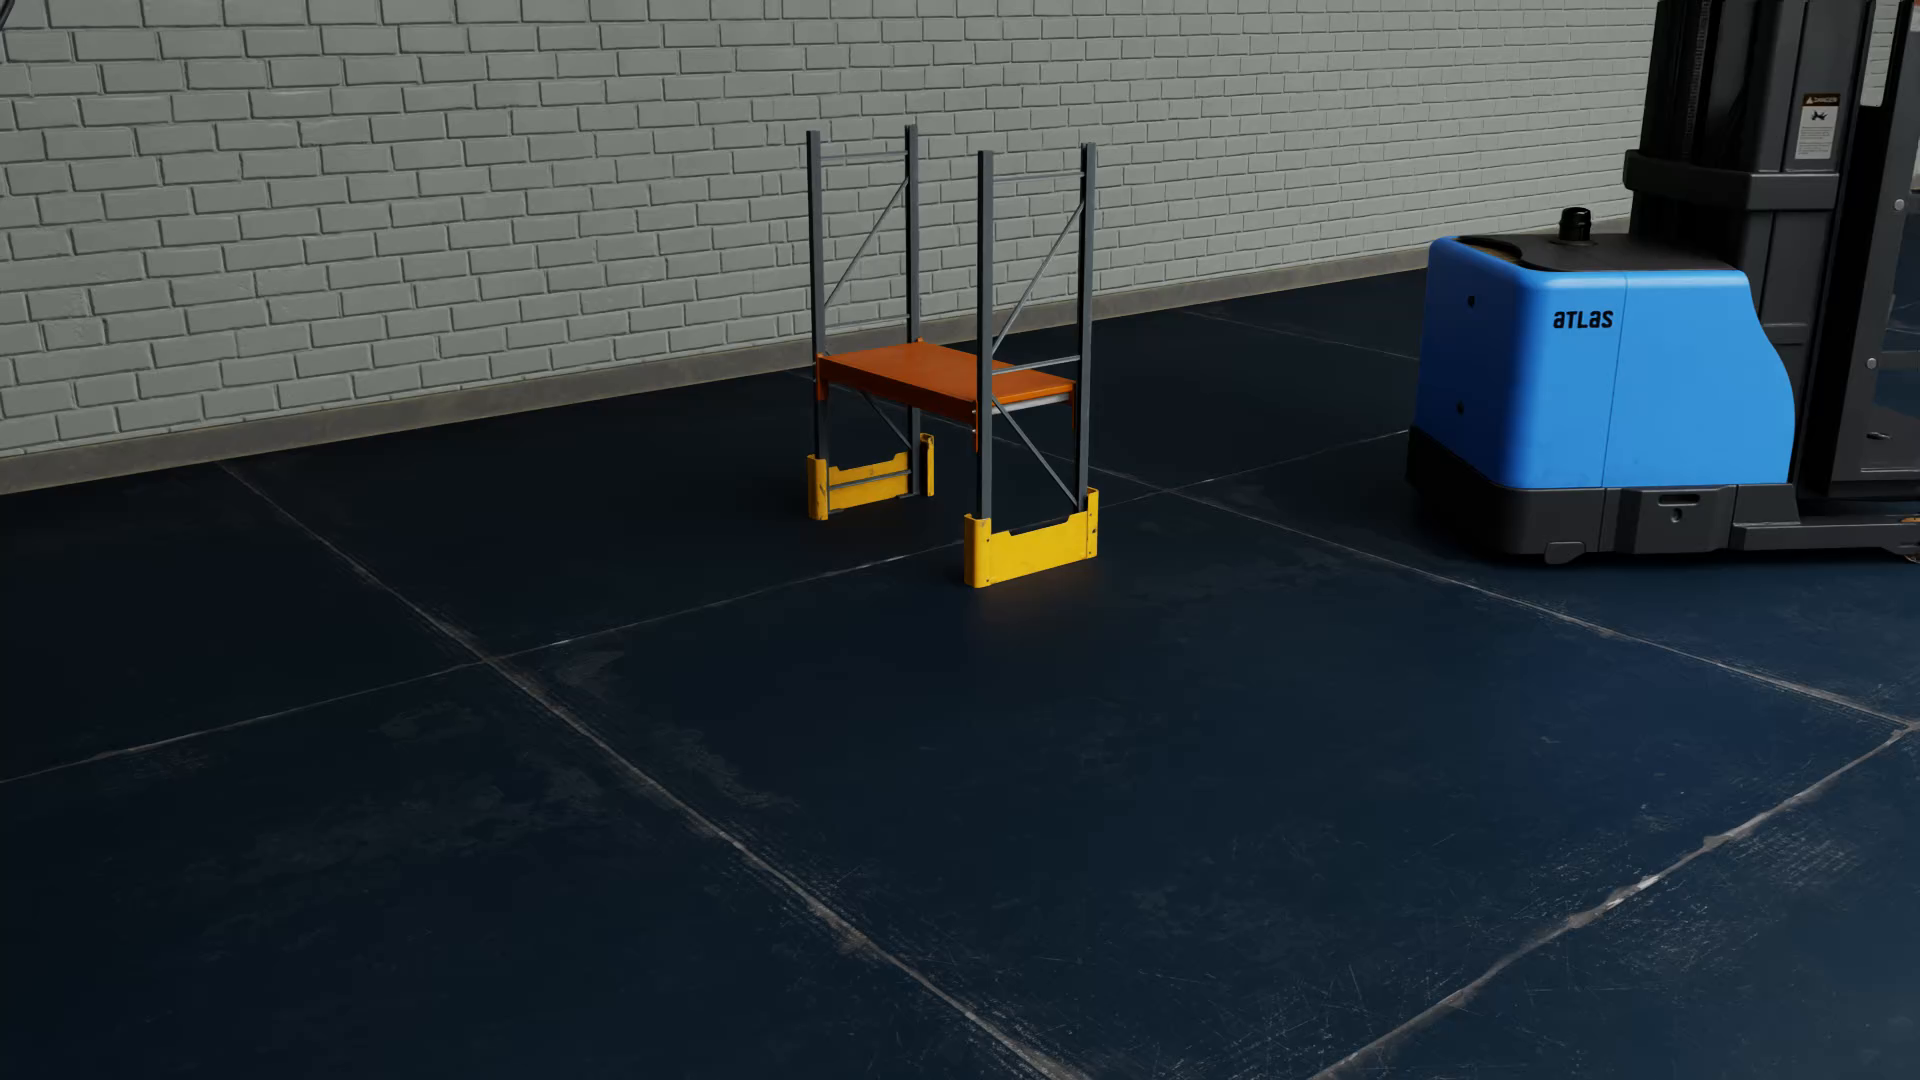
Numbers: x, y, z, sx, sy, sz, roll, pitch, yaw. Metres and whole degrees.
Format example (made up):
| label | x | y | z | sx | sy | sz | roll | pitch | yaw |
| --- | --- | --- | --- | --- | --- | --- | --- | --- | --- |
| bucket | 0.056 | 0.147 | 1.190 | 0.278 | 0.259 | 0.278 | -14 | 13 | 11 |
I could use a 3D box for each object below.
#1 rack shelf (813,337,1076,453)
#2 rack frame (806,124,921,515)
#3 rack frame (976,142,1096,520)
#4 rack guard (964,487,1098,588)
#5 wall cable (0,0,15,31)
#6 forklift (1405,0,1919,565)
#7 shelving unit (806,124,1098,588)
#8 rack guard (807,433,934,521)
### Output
| label | x | y | z | sx | sy | sz | roll | pitch | yaw |
| --- | --- | --- | --- | --- | --- | --- | --- | --- | --- |
| rack shelf | -0.053 | -0.562 | 6.247 | 0.538 | 0.185 | 1.000 | -14 | 23 | -36 |
| rack frame | -0.369 | -0.858 | 6.569 | 0.500 | 1.500 | 0.032 | -14 | 23 | -36 |
| rack frame | 0.263 | -0.608 | 5.812 | 0.500 | 1.500 | 0.032 | -14 | 23 | -36 |
| rack guard | 0.262 | -0.015 | 6.009 | 0.587 | 0.250 | 0.087 | -14 | 23 | -36 |
| wall cable | -4.874 | -2.756 | 5.308 | 3.097 | 2.526 | 0.112 | -14 | 23 | -36 |
| forklift | 3.387 | -1.472 | 6.146 | 3.031 | 2.935 | 1.130 | -1 | 18 | -5 |
| shelving unit | -0.047 | -0.731 | 6.183 | 0.587 | 1.500 | 1.083 | -14 | 23 | -36 |
| rack guard | -0.357 | -0.260 | 6.751 | 0.587 | 0.250 | 0.087 | -14 | 23 | -36 |
